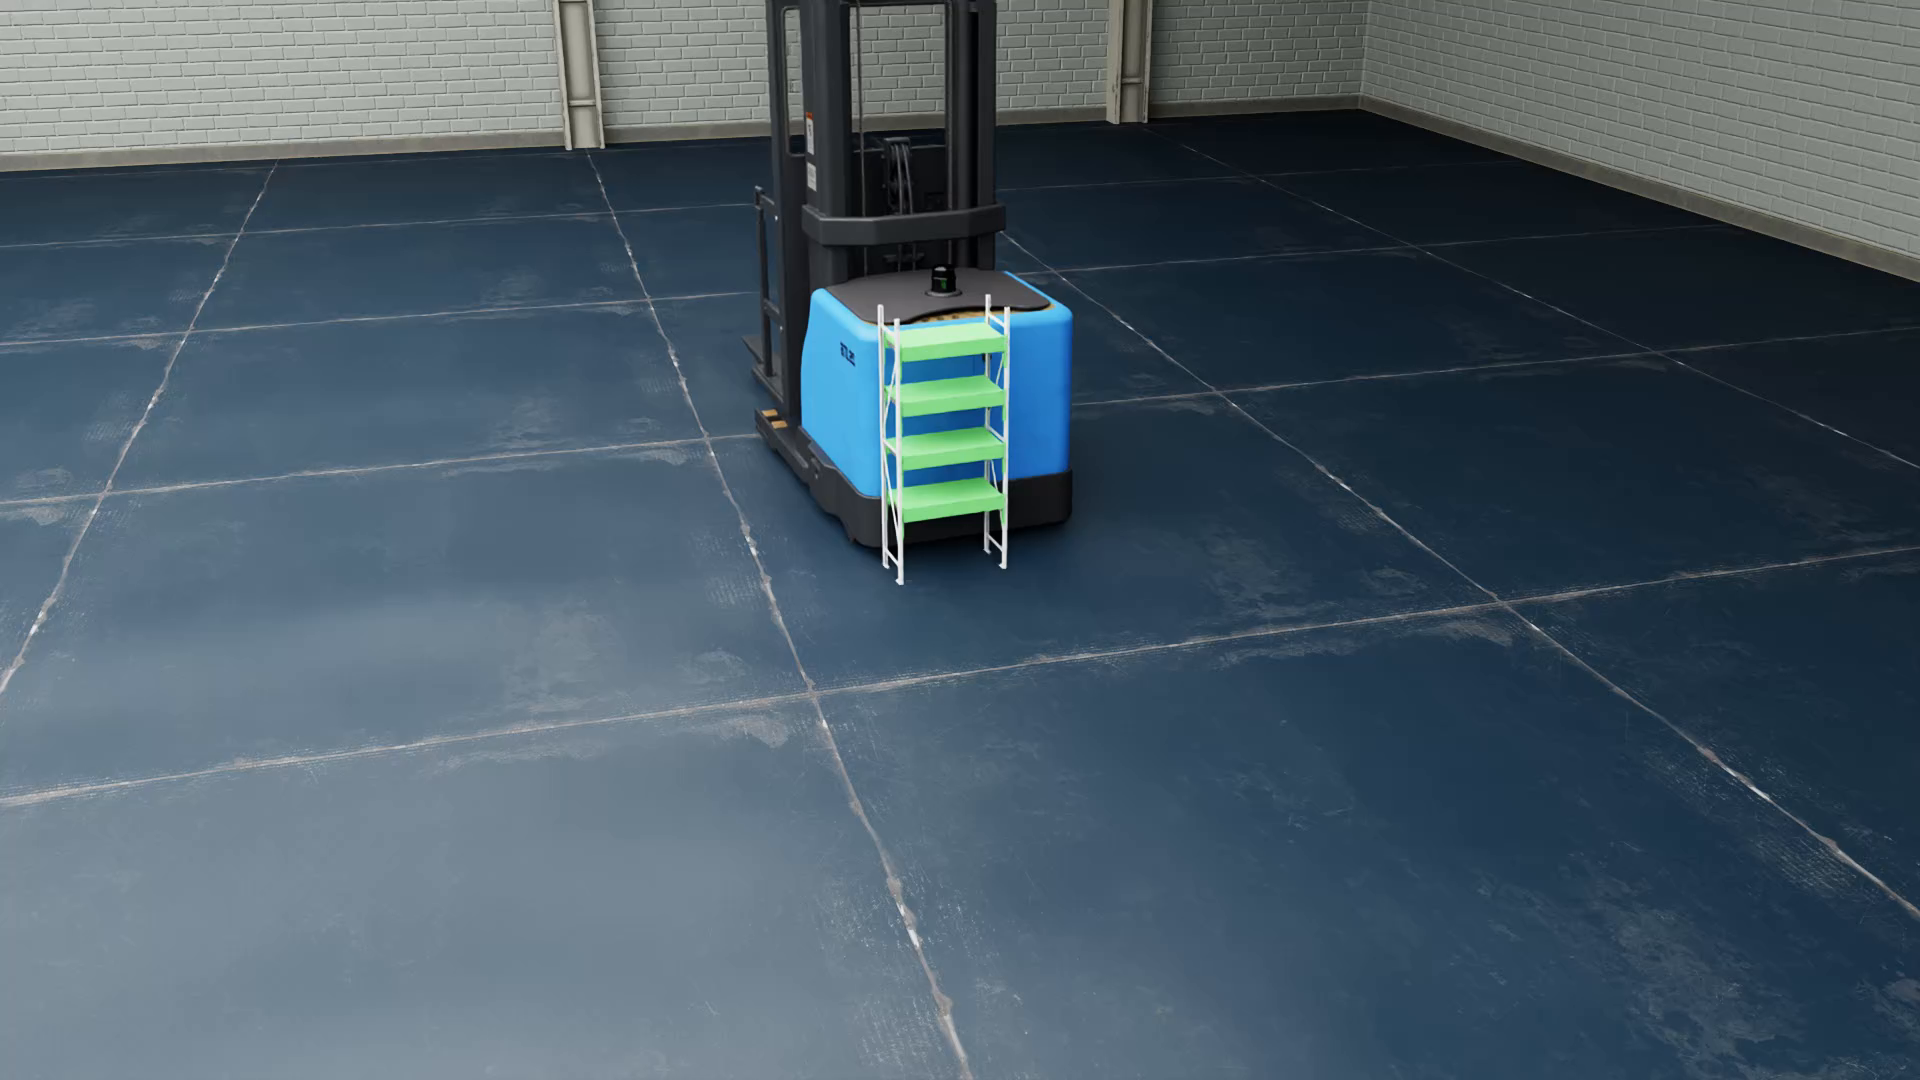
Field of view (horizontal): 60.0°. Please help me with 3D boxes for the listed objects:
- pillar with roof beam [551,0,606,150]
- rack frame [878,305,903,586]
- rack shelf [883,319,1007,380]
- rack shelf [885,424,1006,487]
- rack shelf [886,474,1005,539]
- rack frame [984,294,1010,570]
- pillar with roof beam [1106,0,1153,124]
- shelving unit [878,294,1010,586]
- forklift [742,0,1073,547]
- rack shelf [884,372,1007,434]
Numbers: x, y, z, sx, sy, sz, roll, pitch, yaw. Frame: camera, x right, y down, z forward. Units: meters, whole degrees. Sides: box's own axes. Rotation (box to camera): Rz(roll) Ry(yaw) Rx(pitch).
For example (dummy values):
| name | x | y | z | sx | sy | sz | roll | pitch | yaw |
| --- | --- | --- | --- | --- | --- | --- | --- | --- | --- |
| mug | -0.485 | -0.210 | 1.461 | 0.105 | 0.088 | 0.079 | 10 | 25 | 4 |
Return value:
| name | x | y | z | sx | sy | sz | roll | pitch | yaw |
| --- | --- | --- | --- | --- | --- | --- | --- | --- | --- |
| pillar with roof beam | -2.733 | -6.590 | 11.695 | 0.400 | 9.000 | 9.100 | -6 | 24 | -14 |
| rack frame | -0.297 | -0.395 | 7.150 | 0.015 | 1.200 | 0.240 | -8 | 25 | -19 |
| rack shelf | -0.068 | -0.812 | 7.064 | 0.480 | 0.148 | 0.258 | -8 | 25 | -19 |
| rack shelf | -0.069 | -0.371 | 7.254 | 0.480 | 0.148 | 0.258 | -8 | 25 | -19 |
| rack shelf | -0.069 | -0.150 | 7.349 | 0.480 | 0.148 | 0.258 | -8 | 25 | -19 |
| rack frame | 0.160 | -0.463 | 7.307 | 0.015 | 1.200 | 0.240 | -8 | 25 | -19 |
| pillar with roof beam | 3.044 | -7.229 | 13.185 | 0.400 | 9.000 | 9.100 | -6 | 24 | -14 |
| shelving unit | -0.069 | -0.429 | 7.229 | 0.503 | 1.200 | 0.258 | -8 | 25 | -19 |
| forklift | -0.467 | -1.866 | 8.382 | 1.130 | 2.935 | 3.031 | -8 | 25 | -19 |
| rack shelf | -0.068 | -0.591 | 7.159 | 0.480 | 0.148 | 0.258 | -8 | 25 | -19 |
